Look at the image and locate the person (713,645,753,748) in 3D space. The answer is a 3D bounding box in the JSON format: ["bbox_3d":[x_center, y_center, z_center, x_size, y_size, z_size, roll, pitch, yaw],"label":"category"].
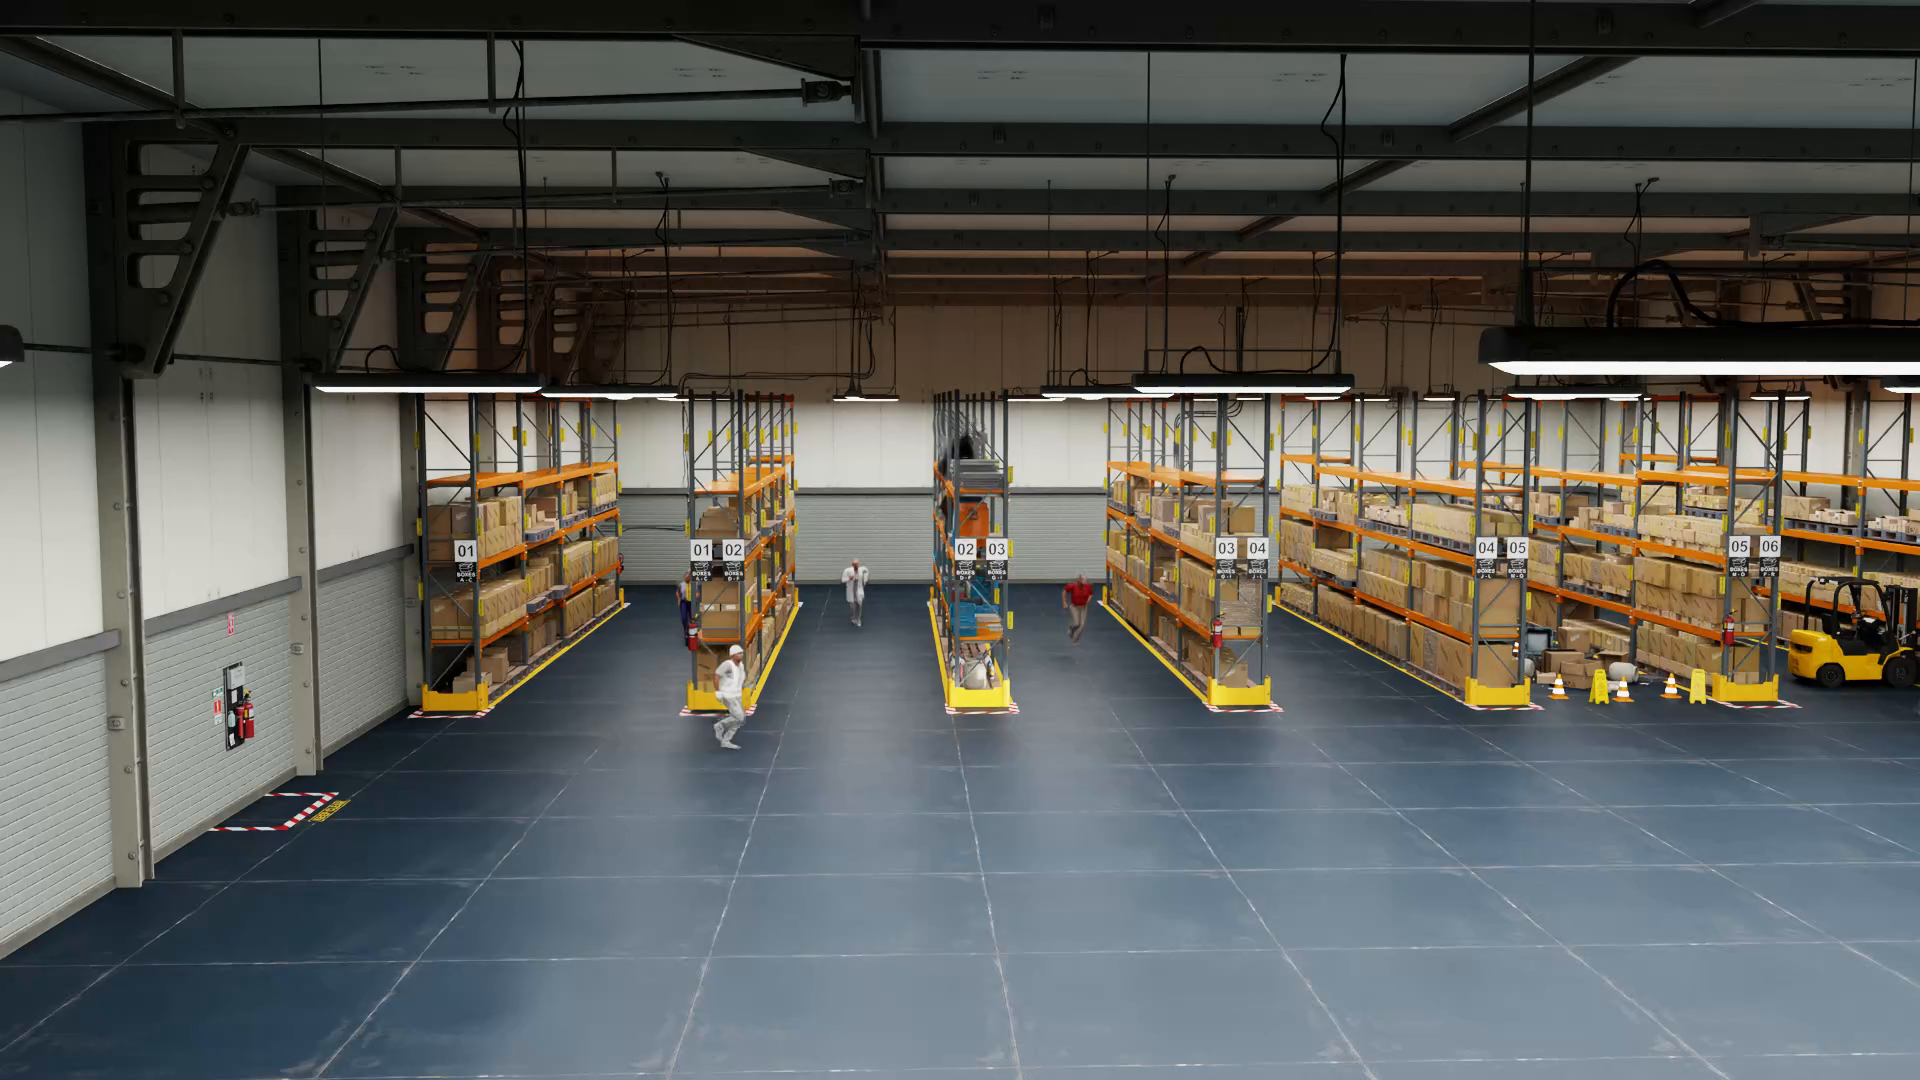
[{"bbox_3d":[-3.761,2.607,27.643,0.636,1.727,0.679,2,5,20],"label":"person"}]

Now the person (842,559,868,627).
[{"bbox_3d":[-2.708,1.446,42.948,0.694,1.574,1.004,0,5,-5],"label":"person"}]

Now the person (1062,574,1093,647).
[{"bbox_3d":[2.667,1.579,37.297,0.652,1.665,0.746,-2,5,-19],"label":"person"}]

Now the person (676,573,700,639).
[{"bbox_3d":[-6.693,1.597,40.926,0.592,1.622,0.762,0,5,-6],"label":"person"}]
